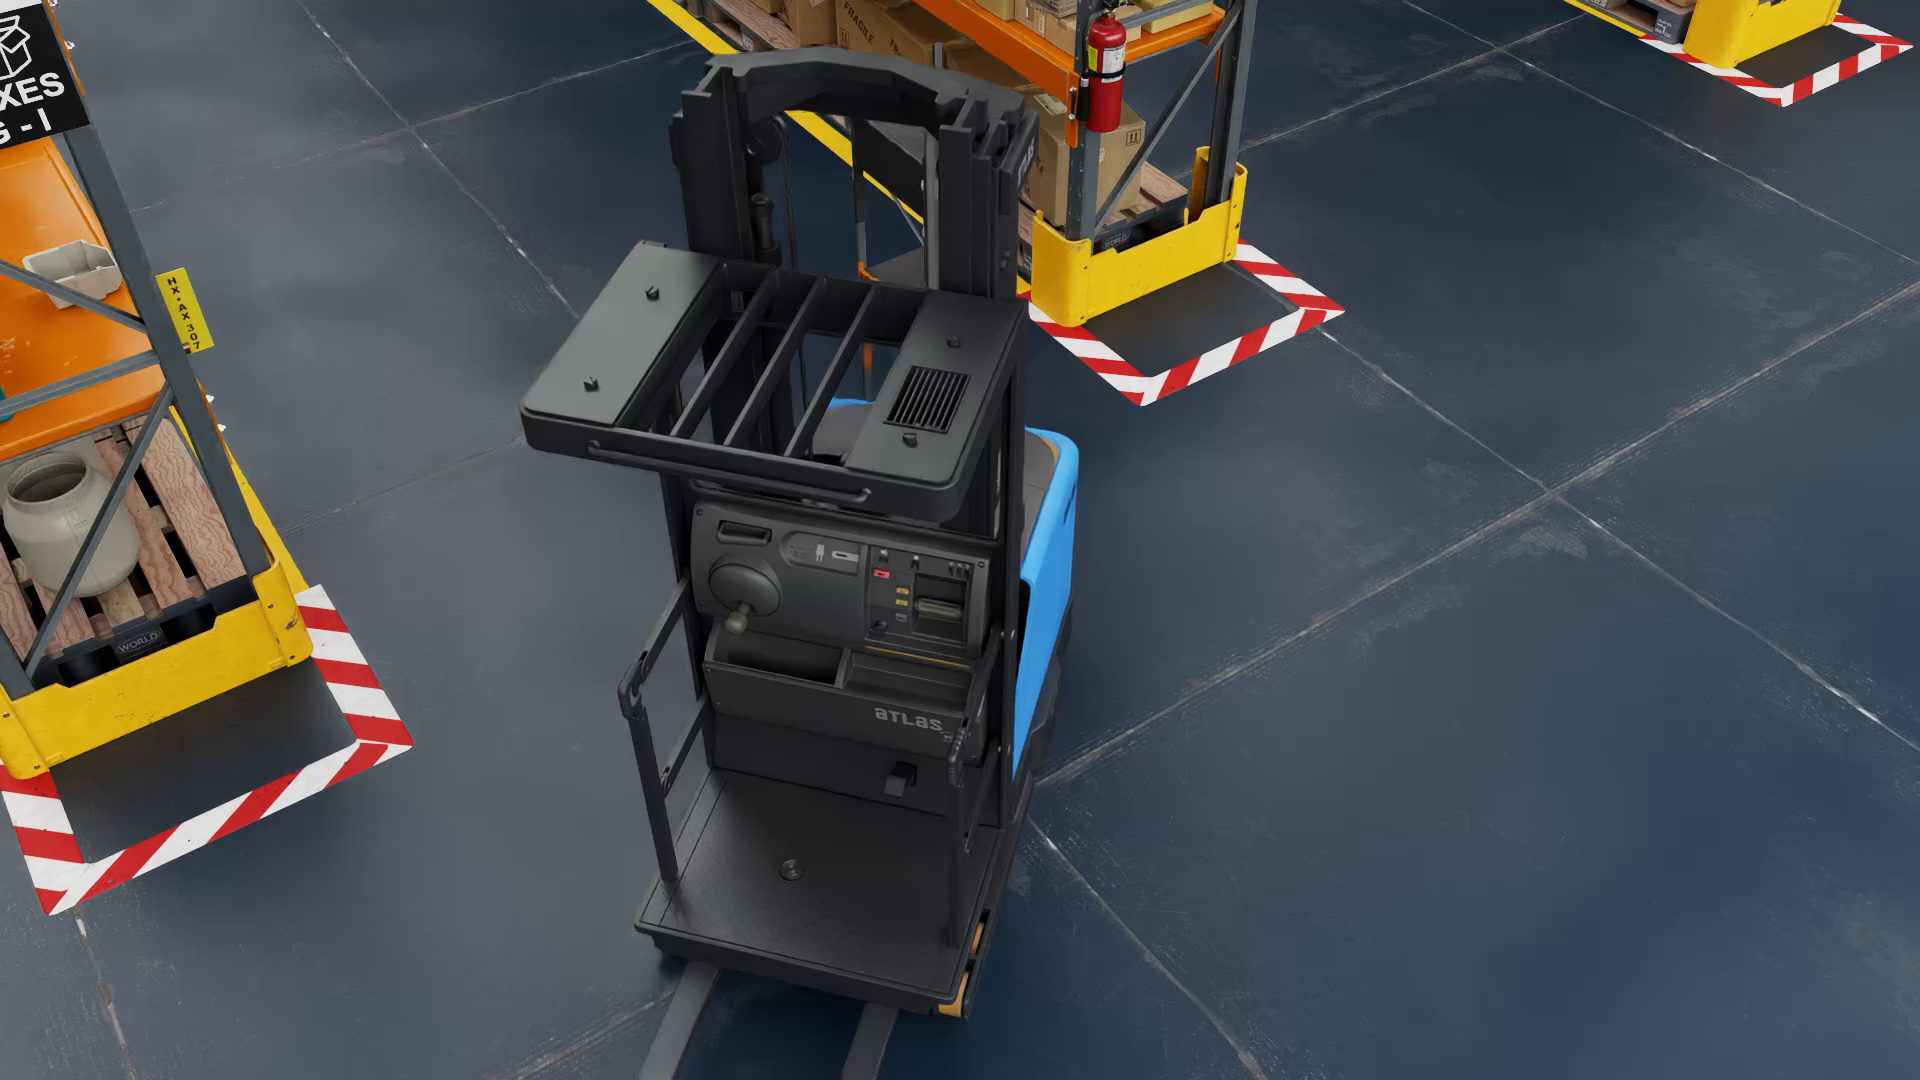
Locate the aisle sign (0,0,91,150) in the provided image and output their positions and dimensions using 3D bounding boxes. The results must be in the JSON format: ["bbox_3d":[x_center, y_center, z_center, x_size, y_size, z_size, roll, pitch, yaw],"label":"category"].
[{"bbox_3d":[-2.823,-1.480,4.736,0.394,0.787,0.004,-26,49,-24],"label":"aisle sign"}]

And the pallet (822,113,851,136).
[{"bbox_3d":[-0.215,-2.620,9.832,1.003,0.211,1.213,-26,49,-24],"label":"pallet"}]

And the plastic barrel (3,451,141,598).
[{"bbox_3d":[-3.543,-0.059,6.628,0.421,0.512,0.421,0,44,0],"label":"plastic barrel"}]

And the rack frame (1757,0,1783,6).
[{"bbox_3d":[5.084,-4.323,9.597,1.000,3.000,0.127,-26,49,-24],"label":"rack frame"}]

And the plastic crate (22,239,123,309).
[{"bbox_3d":[-3.352,-1.003,6.310,0.298,0.136,0.250,-26,49,-24],"label":"plastic crate"}]

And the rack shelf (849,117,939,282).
[{"bbox_3d":[-0.095,-1.350,6.140,0.431,0.518,0.480,-26,49,-24],"label":"rack shelf"}]

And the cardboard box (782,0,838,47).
[{"bbox_3d":[-0.800,-3.370,10.105,0.500,0.500,0.500,-12,45,-12],"label":"cardboard box"}]

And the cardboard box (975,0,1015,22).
[{"bbox_3d":[0.298,-2.673,8.051,0.380,0.149,0.250,-26,49,-24],"label":"cardboard box"}]

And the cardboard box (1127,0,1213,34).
[{"bbox_3d":[0.991,-2.586,7.959,0.380,0.149,0.250,-26,49,-24],"label":"cardboard box"}]

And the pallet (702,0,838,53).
[{"bbox_3d":[-0.917,-3.311,10.557,1.003,0.211,1.213,-26,49,-24],"label":"pallet"}]

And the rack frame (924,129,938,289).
[{"bbox_3d":[0.045,-0.715,6.469,0.400,2.100,0.015,-26,49,-24],"label":"rack frame"}]

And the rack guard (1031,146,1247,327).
[{"bbox_3d":[0.915,-1.560,8.513,1.175,0.500,0.348,-26,49,-24],"label":"rack guard"}]

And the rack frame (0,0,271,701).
[{"bbox_3d":[-3.104,-0.464,5.555,1.000,3.000,0.127,-26,49,-24],"label":"rack frame"}]

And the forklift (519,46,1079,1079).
[{"bbox_3d":[-0.422,0.229,4.878,1.130,2.935,3.031,10,45,11],"label":"forklift"}]

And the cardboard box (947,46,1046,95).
[{"bbox_3d":[0.245,-2.354,9.041,0.500,0.500,0.500,-14,45,-14],"label":"cardboard box"}]

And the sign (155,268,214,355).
[{"bbox_3d":[-2.650,-0.779,5.684,0.100,0.325,0.005,-26,49,-24],"label":"sign"}]

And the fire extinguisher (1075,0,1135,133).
[{"bbox_3d":[0.646,-2.146,7.373,0.296,0.674,0.183,-26,49,-24],"label":"fire extinguisher"}]

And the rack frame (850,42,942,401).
[{"bbox_3d":[-0.234,-0.991,6.759,0.400,2.100,0.015,-26,49,-24],"label":"rack frame"}]

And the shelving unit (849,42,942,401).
[{"bbox_3d":[-0.095,-0.853,6.614,0.431,2.100,0.503,-26,49,-24],"label":"shelving unit"}]

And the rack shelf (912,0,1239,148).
[{"bbox_3d":[-0.186,-3.293,9.039,1.077,0.370,4.000,-26,49,-24],"label":"rack shelf"}]

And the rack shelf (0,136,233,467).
[{"bbox_3d":[-4.248,-1.337,6.990,1.077,0.370,4.000,-26,49,-24],"label":"rack shelf"}]

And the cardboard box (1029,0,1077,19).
[{"bbox_3d":[0.666,-2.887,7.805,0.875,0.500,0.500,-26,49,-24],"label":"cardboard box"}]

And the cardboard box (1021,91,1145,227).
[{"bbox_3d":[0.615,-2.029,8.700,0.500,0.500,0.500,-17,46,-17],"label":"cardboard box"}]

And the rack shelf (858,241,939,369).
[{"bbox_3d":[-0.095,-0.843,6.624,0.431,0.518,0.480,-26,49,-24],"label":"rack shelf"}]

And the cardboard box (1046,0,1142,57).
[{"bbox_3d":[0.626,-2.410,7.775,0.380,0.149,0.250,-26,49,-24],"label":"cardboard box"}]

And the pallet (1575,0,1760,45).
[{"bbox_3d":[4.563,-3.736,11.002,1.003,0.211,1.213,-26,49,-24],"label":"pallet"}]

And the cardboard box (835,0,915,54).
[{"bbox_3d":[-0.381,-3.050,9.769,0.500,0.500,0.500,-30,51,-28],"label":"cardboard box"}]

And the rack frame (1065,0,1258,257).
[{"bbox_3d":[0.958,-2.421,7.605,1.000,3.000,0.127,-26,49,-24],"label":"rack frame"}]

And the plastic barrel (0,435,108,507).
[{"bbox_3d":[-3.830,-0.343,6.925,0.421,0.512,0.421,0,44,0],"label":"plastic barrel"}]

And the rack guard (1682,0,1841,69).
[{"bbox_3d":[5.098,-3.405,10.446,1.175,0.500,0.348,-26,49,-24],"label":"rack guard"}]

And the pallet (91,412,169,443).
[{"bbox_3d":[-4.340,-0.633,7.751,1.003,0.211,1.213,-26,49,-24],"label":"pallet"}]

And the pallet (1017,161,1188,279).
[{"bbox_3d":[0.479,-1.929,9.109,1.003,0.211,1.213,-26,49,-24],"label":"pallet"}]

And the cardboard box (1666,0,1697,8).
[{"bbox_3d":[4.642,-4.064,10.561,0.875,0.875,0.875,-25,49,-24],"label":"cardboard box"}]

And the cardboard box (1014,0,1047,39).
[{"bbox_3d":[0.483,-2.552,7.924,0.380,0.149,0.250,-26,49,-24],"label":"cardboard box"}]

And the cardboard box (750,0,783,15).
[{"bbox_3d":[-1.134,-3.692,10.442,0.500,0.500,0.500,-27,50,-26],"label":"cardboard box"}]

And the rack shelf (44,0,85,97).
[{"bbox_3d":[-4.248,-2.422,5.954,1.077,0.370,4.000,-26,49,-24],"label":"rack shelf"}]

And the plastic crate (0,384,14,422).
[{"bbox_3d":[-3.636,-0.576,5.779,0.499,0.251,0.616,-26,49,-24],"label":"plastic crate"}]

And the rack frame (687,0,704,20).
[{"bbox_3d":[-1.330,-4.686,9.978,1.000,3.000,0.127,-26,49,-24],"label":"rack frame"}]

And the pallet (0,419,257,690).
[{"bbox_3d":[-3.647,0.058,7.028,1.003,0.211,1.213,-26,49,-24],"label":"pallet"}]

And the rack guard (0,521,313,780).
[{"bbox_3d":[-3.186,0.415,6.444,1.175,0.500,0.348,-26,49,-24],"label":"rack guard"}]

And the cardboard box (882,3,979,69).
[{"bbox_3d":[-0.098,-2.716,9.420,0.500,0.500,0.500,-21,48,-21],"label":"cardboard box"}]

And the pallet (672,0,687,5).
[{"bbox_3d":[-1.777,-4.118,11.402,1.003,0.211,1.213,-26,49,-24],"label":"pallet"}]
